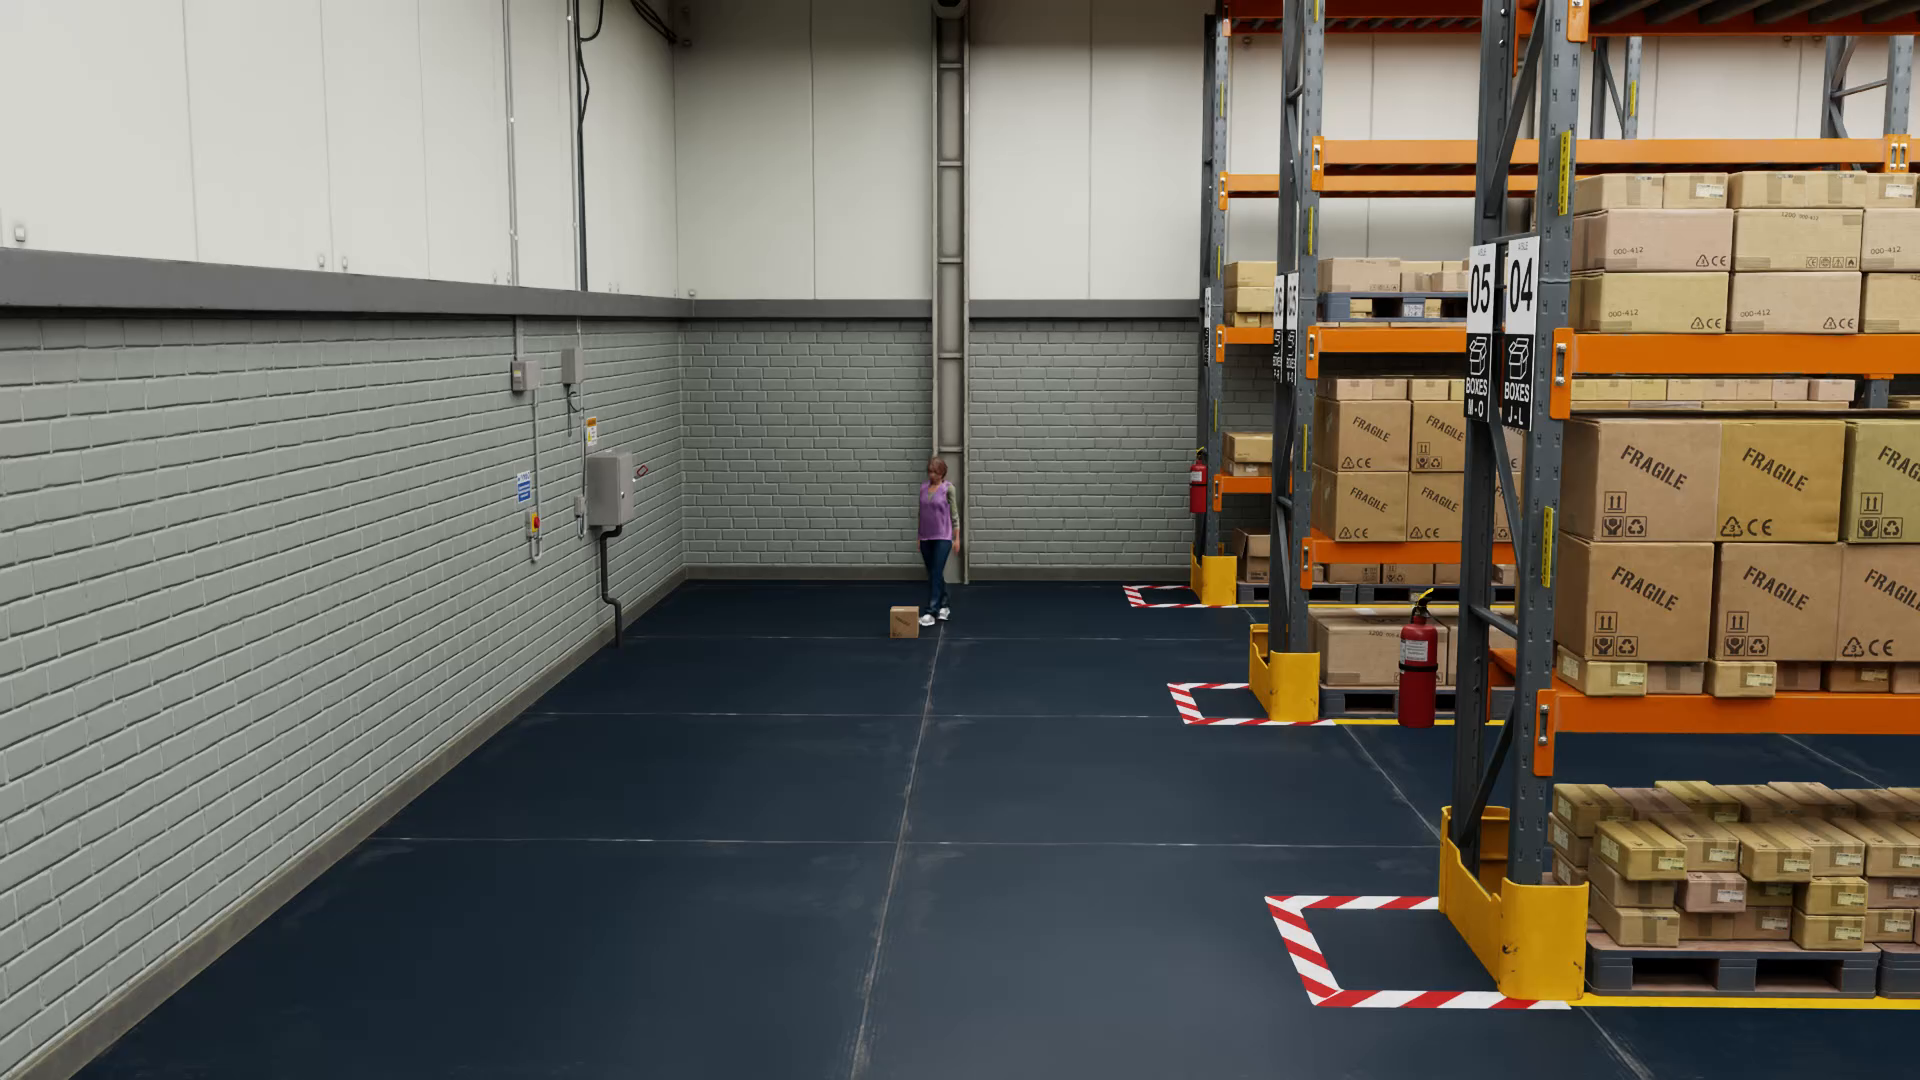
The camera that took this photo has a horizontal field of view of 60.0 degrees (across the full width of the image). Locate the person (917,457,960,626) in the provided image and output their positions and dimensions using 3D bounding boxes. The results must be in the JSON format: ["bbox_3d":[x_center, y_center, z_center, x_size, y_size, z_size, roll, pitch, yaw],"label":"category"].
[{"bbox_3d":[-0.237,0.005,15.761,0.428,1.583,0.694,4,8,29],"label":"person"}]
